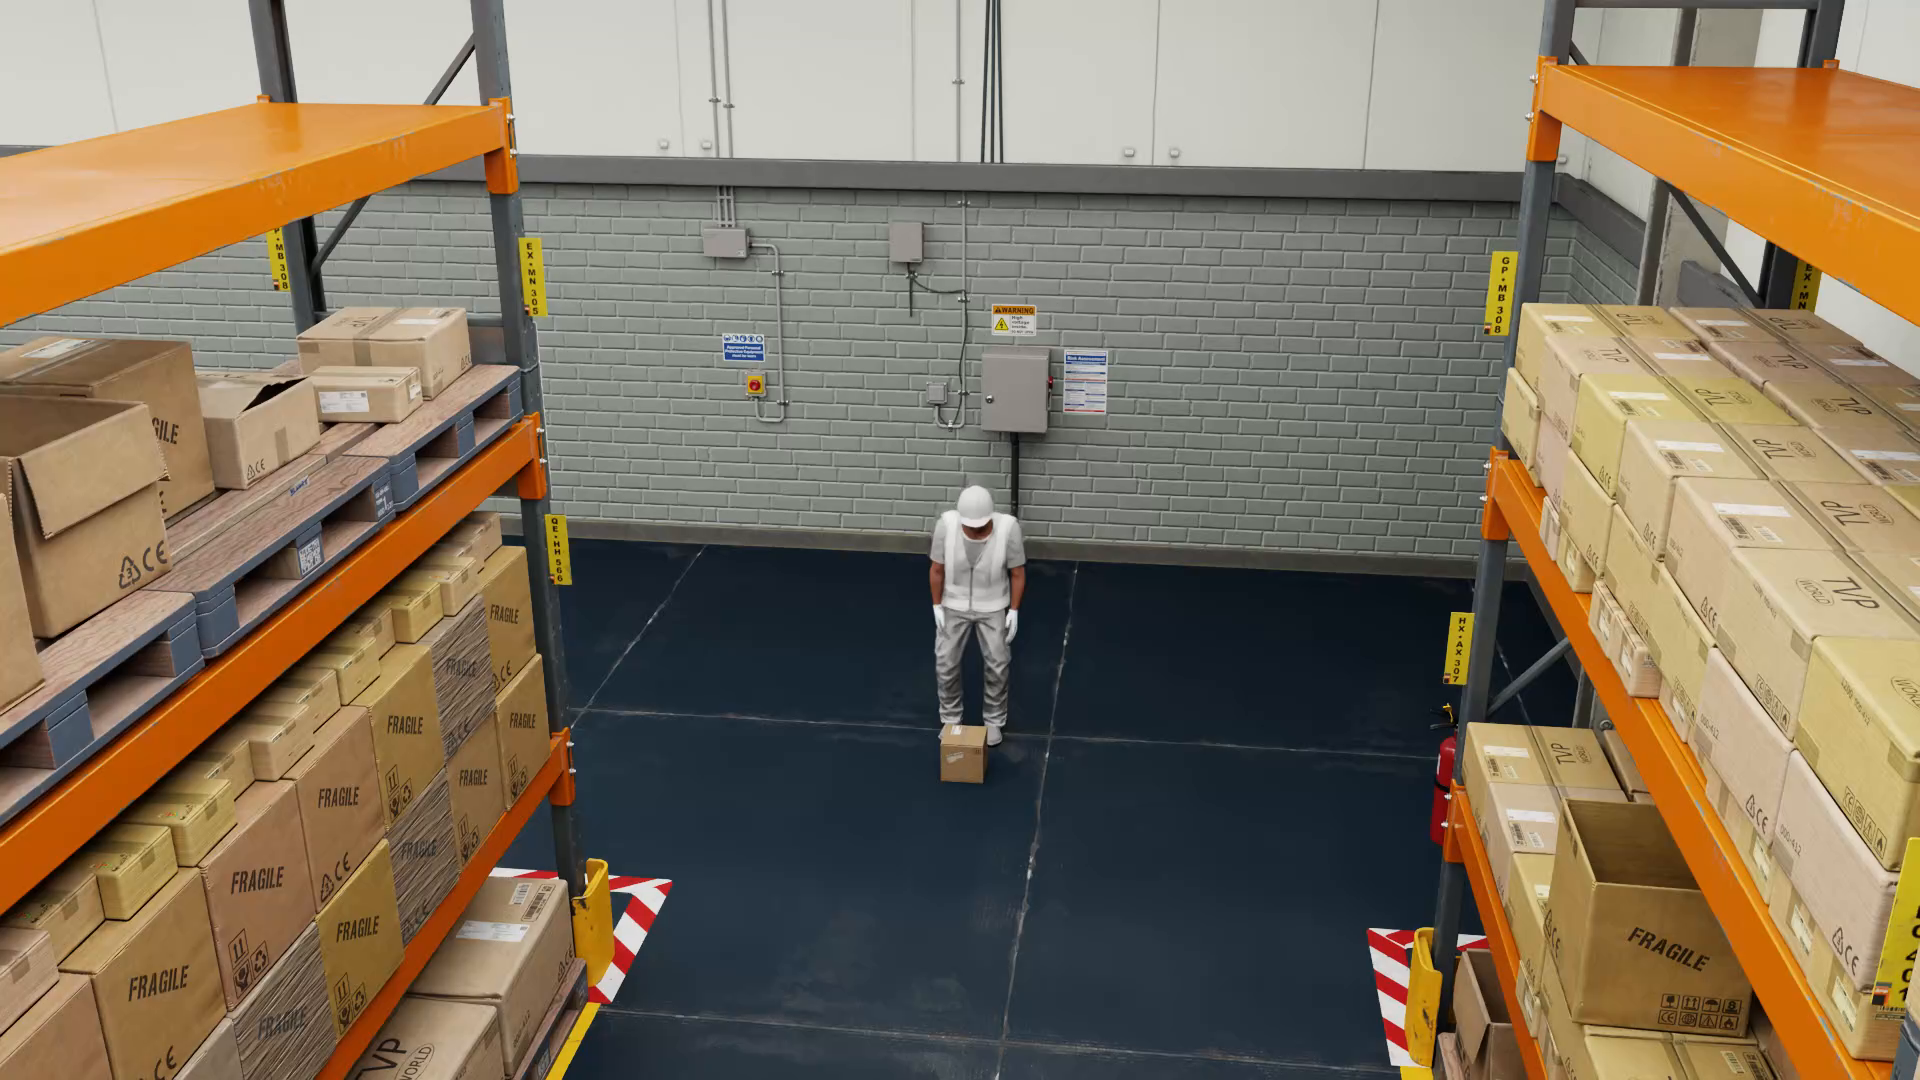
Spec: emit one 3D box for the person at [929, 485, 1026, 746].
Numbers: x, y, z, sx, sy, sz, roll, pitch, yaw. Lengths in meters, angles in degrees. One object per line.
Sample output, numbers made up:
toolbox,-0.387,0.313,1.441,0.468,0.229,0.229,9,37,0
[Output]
person,0.107,0.433,10.052,0.584,1.695,0.517,3,21,8
